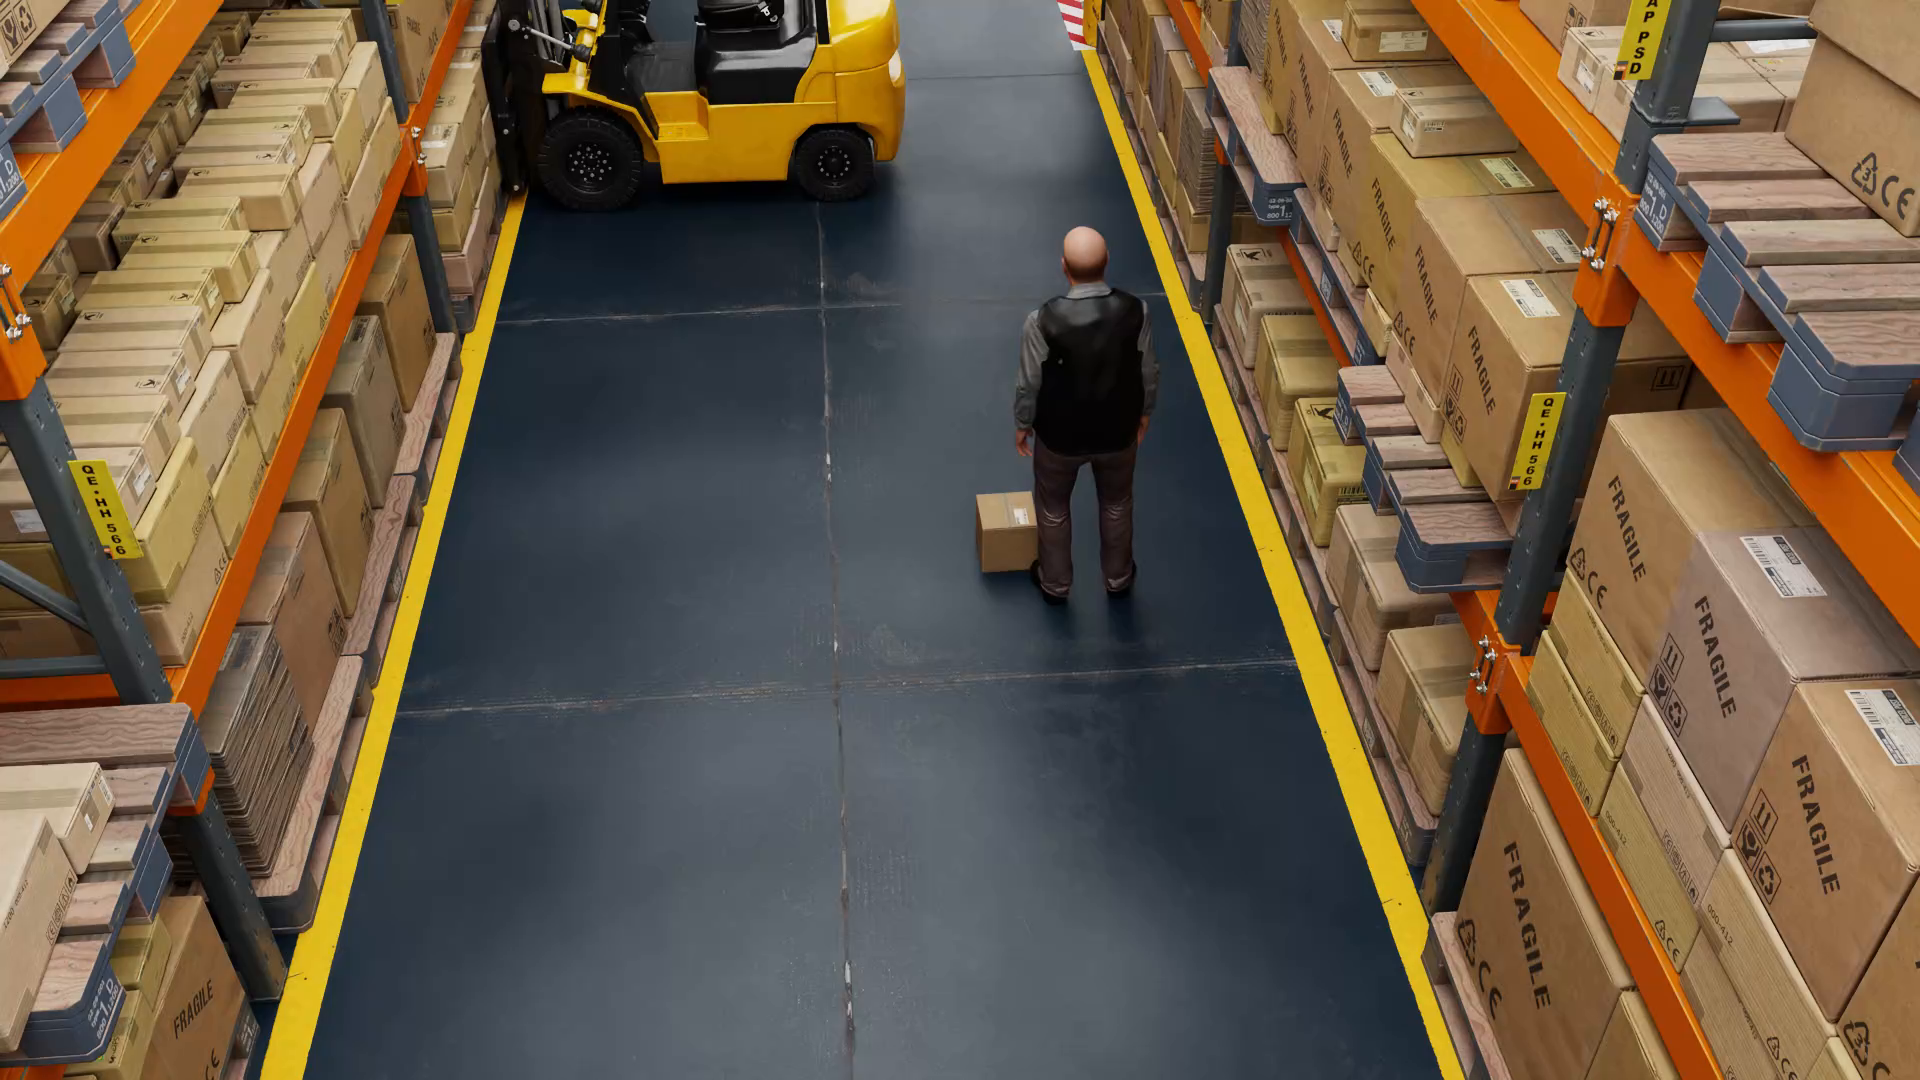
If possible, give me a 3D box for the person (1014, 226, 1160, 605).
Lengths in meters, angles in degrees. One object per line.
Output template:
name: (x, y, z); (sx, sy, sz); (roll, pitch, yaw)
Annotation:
person: (0.506, -0.449, 6.731); (0.588, 1.720, 0.420); (-5, 39, -7)
